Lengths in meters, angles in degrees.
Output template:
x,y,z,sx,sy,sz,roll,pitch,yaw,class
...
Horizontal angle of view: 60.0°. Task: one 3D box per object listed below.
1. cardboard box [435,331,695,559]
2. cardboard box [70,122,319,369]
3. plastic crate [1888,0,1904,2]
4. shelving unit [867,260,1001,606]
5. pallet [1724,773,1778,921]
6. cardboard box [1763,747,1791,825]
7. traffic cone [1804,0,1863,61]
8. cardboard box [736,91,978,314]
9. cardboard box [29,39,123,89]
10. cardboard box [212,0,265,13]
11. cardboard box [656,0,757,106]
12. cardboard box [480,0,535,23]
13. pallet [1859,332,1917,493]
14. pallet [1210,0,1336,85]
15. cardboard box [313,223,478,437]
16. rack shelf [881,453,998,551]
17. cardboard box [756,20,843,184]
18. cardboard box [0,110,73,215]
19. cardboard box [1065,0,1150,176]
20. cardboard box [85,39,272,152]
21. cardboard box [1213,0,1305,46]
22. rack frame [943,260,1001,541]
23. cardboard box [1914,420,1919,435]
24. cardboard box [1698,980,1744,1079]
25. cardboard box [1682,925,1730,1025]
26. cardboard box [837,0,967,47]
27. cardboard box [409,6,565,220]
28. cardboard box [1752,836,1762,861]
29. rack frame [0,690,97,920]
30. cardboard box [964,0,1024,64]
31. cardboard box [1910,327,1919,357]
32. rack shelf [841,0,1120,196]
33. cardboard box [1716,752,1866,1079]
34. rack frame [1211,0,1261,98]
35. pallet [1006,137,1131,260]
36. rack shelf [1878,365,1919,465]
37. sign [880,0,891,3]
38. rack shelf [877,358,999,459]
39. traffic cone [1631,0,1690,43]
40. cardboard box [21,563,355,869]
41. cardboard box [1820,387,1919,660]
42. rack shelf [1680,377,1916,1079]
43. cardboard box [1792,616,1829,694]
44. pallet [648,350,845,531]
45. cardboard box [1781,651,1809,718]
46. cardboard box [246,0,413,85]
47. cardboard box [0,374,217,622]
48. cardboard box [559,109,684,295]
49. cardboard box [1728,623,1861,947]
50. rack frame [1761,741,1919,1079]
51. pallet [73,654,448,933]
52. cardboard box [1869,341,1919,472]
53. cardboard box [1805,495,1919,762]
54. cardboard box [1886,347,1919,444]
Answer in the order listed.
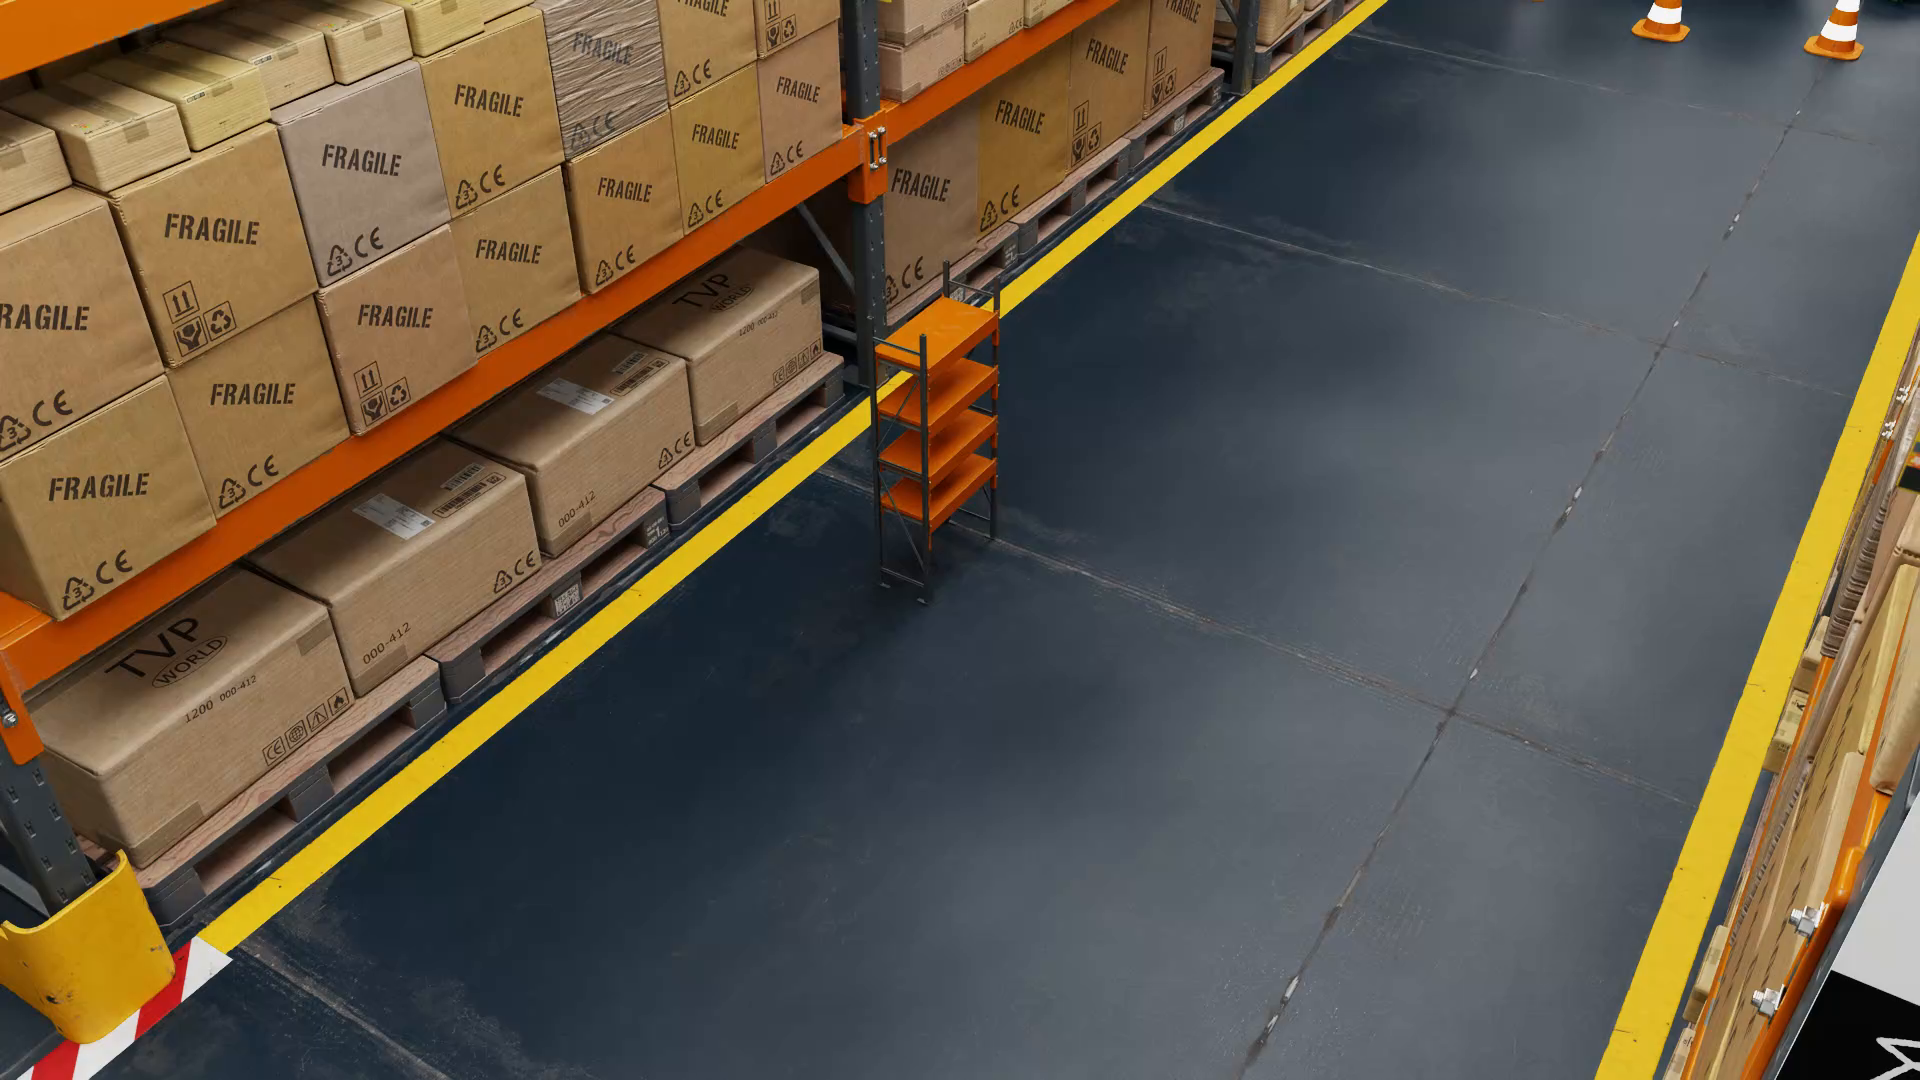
x,y,z,sx,sy,sz,roll,pitch,yaw,class
-1.688,-0.459,6.643,0.875,0.438,0.875,20,42,24,cardboard box
-2.157,-0.854,4.500,0.500,0.500,0.500,20,42,24,cardboard box
6.725,-4.042,11.792,0.662,0.188,0.450,-18,51,-22,plastic crate
-0.089,-0.390,6.273,0.258,1.200,0.503,21,42,25,shelving unit
3.122,0.972,5.316,1.003,0.211,1.213,21,42,25,pallet
2.753,0.838,5.198,0.380,0.149,0.250,21,42,25,cardboard box
5.744,-3.412,10.797,0.336,0.463,0.334,21,42,25,traffic cone
-0.517,-1.728,7.931,0.875,0.875,0.875,23,43,26,cardboard box
-2.549,-1.354,4.617,0.380,0.149,0.250,22,43,26,cardboard box
-2.265,-1.614,4.955,0.380,0.149,0.250,22,43,26,cardboard box
-1.080,-1.900,5.857,0.500,0.500,0.500,21,42,24,cardboard box
-1.536,-1.717,5.088,0.380,0.149,0.250,21,42,25,cardboard box
4.520,-0.419,7.121,1.003,0.211,1.213,21,42,25,pallet
1.781,-3.417,11.010,1.003,0.211,1.213,21,42,25,pallet
-1.890,-0.715,5.138,0.500,0.500,0.500,21,42,25,cardboard box
-0.089,-0.179,6.435,0.258,0.148,0.480,21,42,25,rack shelf
-0.815,-1.774,6.513,0.500,0.500,0.500,22,43,26,cardboard box
-2.421,-0.939,4.078,0.380,0.149,0.250,22,43,26,cardboard box
0.439,-2.657,9.136,0.875,0.875,0.875,22,43,26,cardboard box
-2.059,-1.177,4.387,0.380,0.149,0.250,20,42,24,cardboard box
1.672,-3.533,10.684,0.950,0.372,0.625,18,41,22,cardboard box
0.042,-0.516,6.436,0.240,1.200,0.015,21,42,25,rack frame
2.443,-0.369,3.627,0.500,0.500,0.500,22,43,26,cardboard box
1.332,1.099,2.542,0.500,0.500,0.500,22,43,26,cardboard box
2.171,1.235,4.439,0.380,0.149,0.250,22,43,26,cardboard box
-0.308,-2.330,7.030,0.500,0.250,0.500,20,42,24,cardboard box
-1.621,-1.379,5.181,0.500,0.500,0.500,21,42,25,cardboard box
2.475,0.862,4.678,0.380,0.149,0.250,22,43,26,cardboard box
-2.925,0.005,4.287,1.000,3.000,0.127,21,42,25,rack frame
-0.047,-2.406,7.537,0.500,0.250,0.500,20,42,24,cardboard box
4.463,-0.921,7.191,0.500,0.500,0.500,20,42,24,cardboard box
0.289,-2.803,8.519,1.077,0.370,4.000,21,42,25,rack shelf
1.344,0.701,2.239,0.500,0.500,0.500,20,42,24,cardboard box
1.361,-4.119,9.637,1.000,3.000,0.127,21,42,25,rack frame
0.221,-2.007,9.180,1.003,0.211,1.213,21,42,25,pallet
4.523,-1.236,6.486,1.077,0.370,4.000,21,42,25,rack shelf
-0.313,-2.251,6.439,0.100,0.325,0.005,21,42,25,sign
-0.089,-0.514,6.177,0.258,0.148,0.480,21,42,25,rack shelf
4.711,-3.603,11.045,0.336,0.463,0.334,21,42,25,traffic cone
-2.656,0.480,5.425,0.875,0.438,0.875,20,42,24,cardboard box
2.414,0.031,3.928,0.500,0.500,0.500,20,42,24,cardboard box
2.380,0.826,3.811,1.077,0.370,4.000,21,42,25,rack shelf
2.987,0.437,5.474,0.380,0.149,0.250,23,43,27,cardboard box
-1.256,-0.586,7.338,1.003,0.211,1.213,21,42,25,pallet
2.985,0.555,5.564,0.380,0.149,0.250,19,42,23,cardboard box
-1.794,-1.444,4.734,0.380,0.149,0.250,22,43,26,cardboard box
-2.426,-0.188,4.456,0.500,0.500,0.500,21,42,25,cardboard box
-1.343,-1.243,5.824,0.500,0.500,0.500,21,42,24,cardboard box
1.876,0.570,3.228,0.500,0.500,0.500,21,42,25,cardboard box
1.309,1.572,2.254,1.000,3.000,0.127,21,42,25,rack frame
-2.563,0.671,5.706,1.003,0.211,1.213,21,42,25,pallet
3.911,-0.395,6.509,0.500,0.500,0.500,20,42,24,cardboard box
1.886,0.169,2.929,0.500,0.500,0.500,23,43,27,cardboard box
3.637,-0.430,5.940,0.500,0.250,0.500,20,42,24,cardboard box
